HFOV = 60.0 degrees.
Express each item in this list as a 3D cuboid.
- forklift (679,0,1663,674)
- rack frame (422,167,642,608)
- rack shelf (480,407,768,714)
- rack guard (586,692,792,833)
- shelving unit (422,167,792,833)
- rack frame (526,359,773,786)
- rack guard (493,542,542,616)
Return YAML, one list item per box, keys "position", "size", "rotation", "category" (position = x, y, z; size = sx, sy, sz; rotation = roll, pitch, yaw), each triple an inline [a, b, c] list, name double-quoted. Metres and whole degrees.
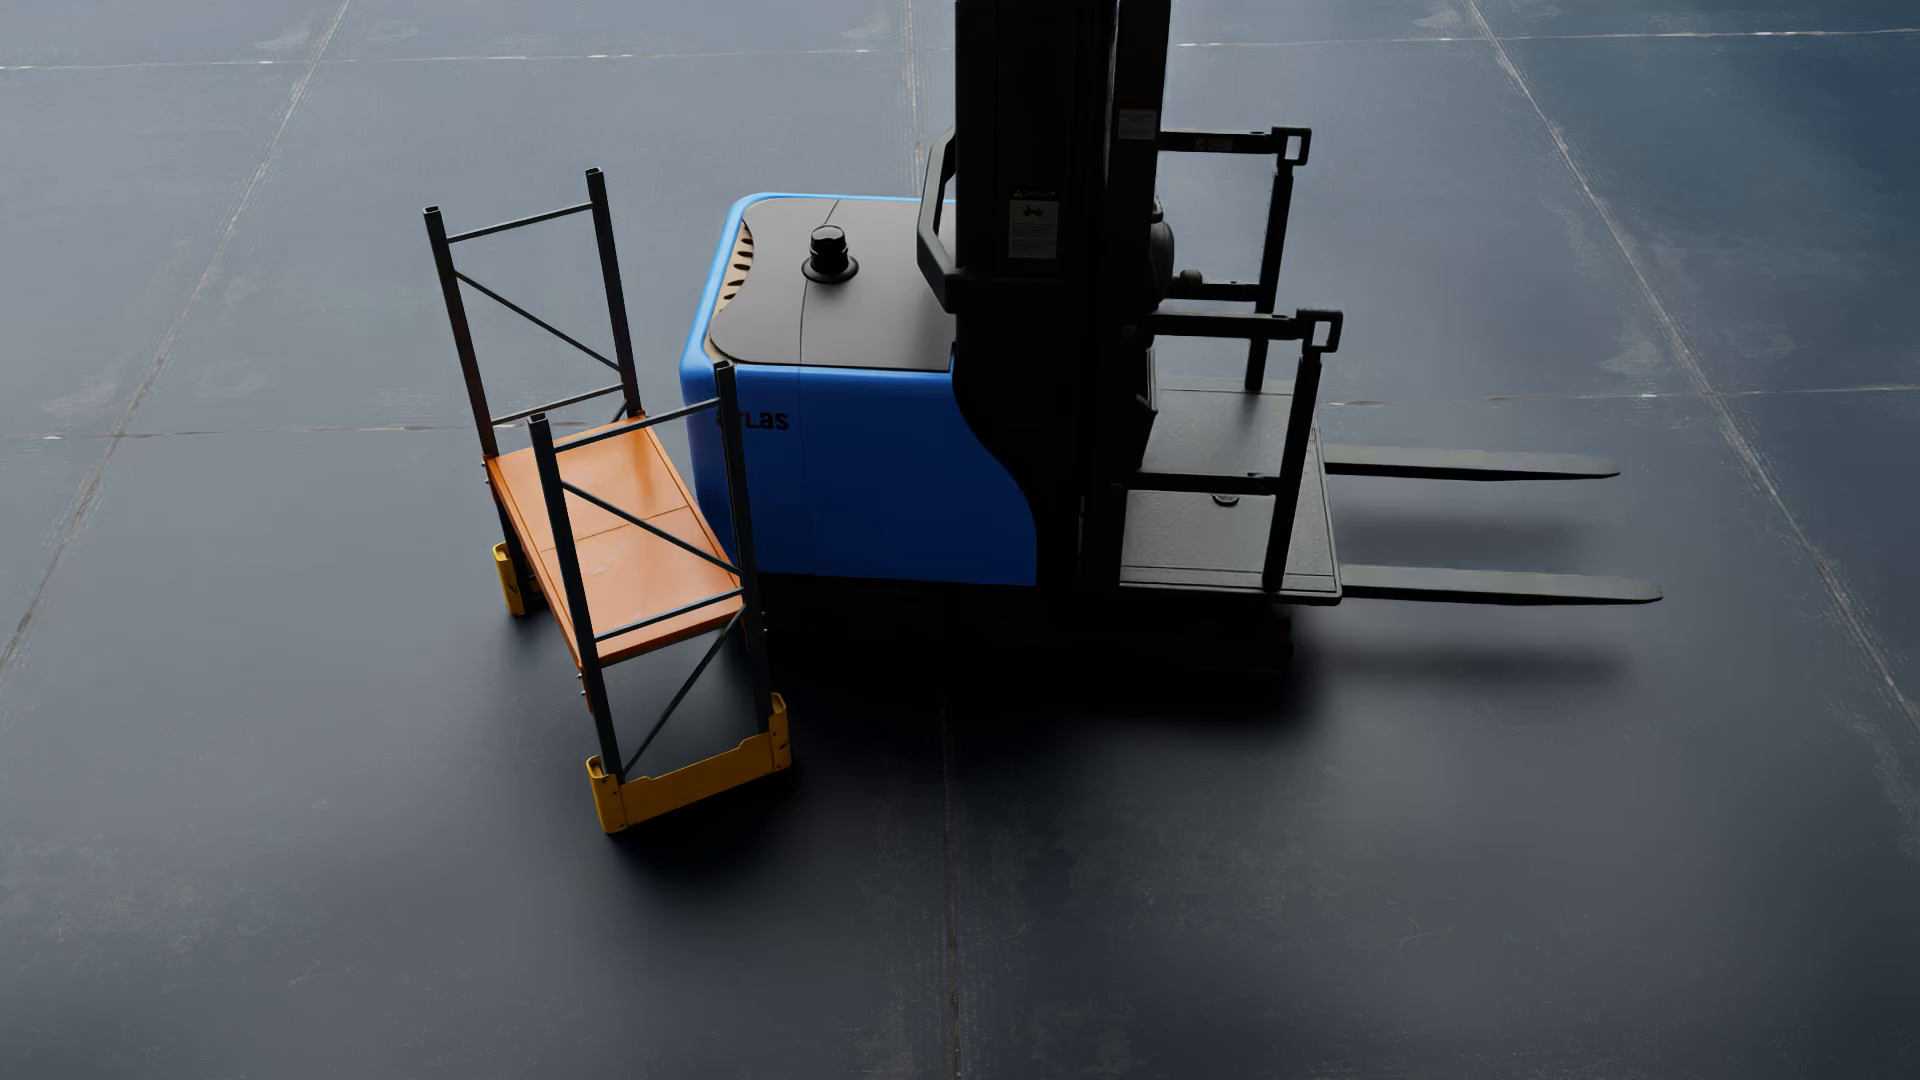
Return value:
- position: [0.723, -1.030, 4.704]
  size: [3.031, 2.935, 1.130]
  rotation: [3, 43, 3]
  category: "forklift"
- position: [-1.230, -0.413, 5.090]
  size: [0.500, 1.500, 0.032]
  rotation: [-19, 46, -19]
  category: "rack frame"
- position: [-1.001, 0.027, 4.877]
  size: [0.538, 0.185, 1.000]
  rotation: [-19, 46, -19]
  category: "rack shelf"
- position: [-0.781, 0.650, 4.856]
  size: [0.587, 0.250, 0.087]
  rotation: [-19, 46, -19]
  category: "rack guard"
- position: [-1.005, -0.112, 4.762]
  size: [0.587, 1.500, 1.083]
  rotation: [-19, 46, -19]
  category: "shelving unit"
- position: [-0.772, 0.201, 4.421]
  size: [0.500, 1.500, 0.032]
  rotation: [-19, 46, -19]
  category: "rack frame"
- position: [-1.229, 0.049, 5.512]
  size: [0.587, 0.250, 0.087]
  rotation: [-19, 46, -19]
  category: "rack guard"
